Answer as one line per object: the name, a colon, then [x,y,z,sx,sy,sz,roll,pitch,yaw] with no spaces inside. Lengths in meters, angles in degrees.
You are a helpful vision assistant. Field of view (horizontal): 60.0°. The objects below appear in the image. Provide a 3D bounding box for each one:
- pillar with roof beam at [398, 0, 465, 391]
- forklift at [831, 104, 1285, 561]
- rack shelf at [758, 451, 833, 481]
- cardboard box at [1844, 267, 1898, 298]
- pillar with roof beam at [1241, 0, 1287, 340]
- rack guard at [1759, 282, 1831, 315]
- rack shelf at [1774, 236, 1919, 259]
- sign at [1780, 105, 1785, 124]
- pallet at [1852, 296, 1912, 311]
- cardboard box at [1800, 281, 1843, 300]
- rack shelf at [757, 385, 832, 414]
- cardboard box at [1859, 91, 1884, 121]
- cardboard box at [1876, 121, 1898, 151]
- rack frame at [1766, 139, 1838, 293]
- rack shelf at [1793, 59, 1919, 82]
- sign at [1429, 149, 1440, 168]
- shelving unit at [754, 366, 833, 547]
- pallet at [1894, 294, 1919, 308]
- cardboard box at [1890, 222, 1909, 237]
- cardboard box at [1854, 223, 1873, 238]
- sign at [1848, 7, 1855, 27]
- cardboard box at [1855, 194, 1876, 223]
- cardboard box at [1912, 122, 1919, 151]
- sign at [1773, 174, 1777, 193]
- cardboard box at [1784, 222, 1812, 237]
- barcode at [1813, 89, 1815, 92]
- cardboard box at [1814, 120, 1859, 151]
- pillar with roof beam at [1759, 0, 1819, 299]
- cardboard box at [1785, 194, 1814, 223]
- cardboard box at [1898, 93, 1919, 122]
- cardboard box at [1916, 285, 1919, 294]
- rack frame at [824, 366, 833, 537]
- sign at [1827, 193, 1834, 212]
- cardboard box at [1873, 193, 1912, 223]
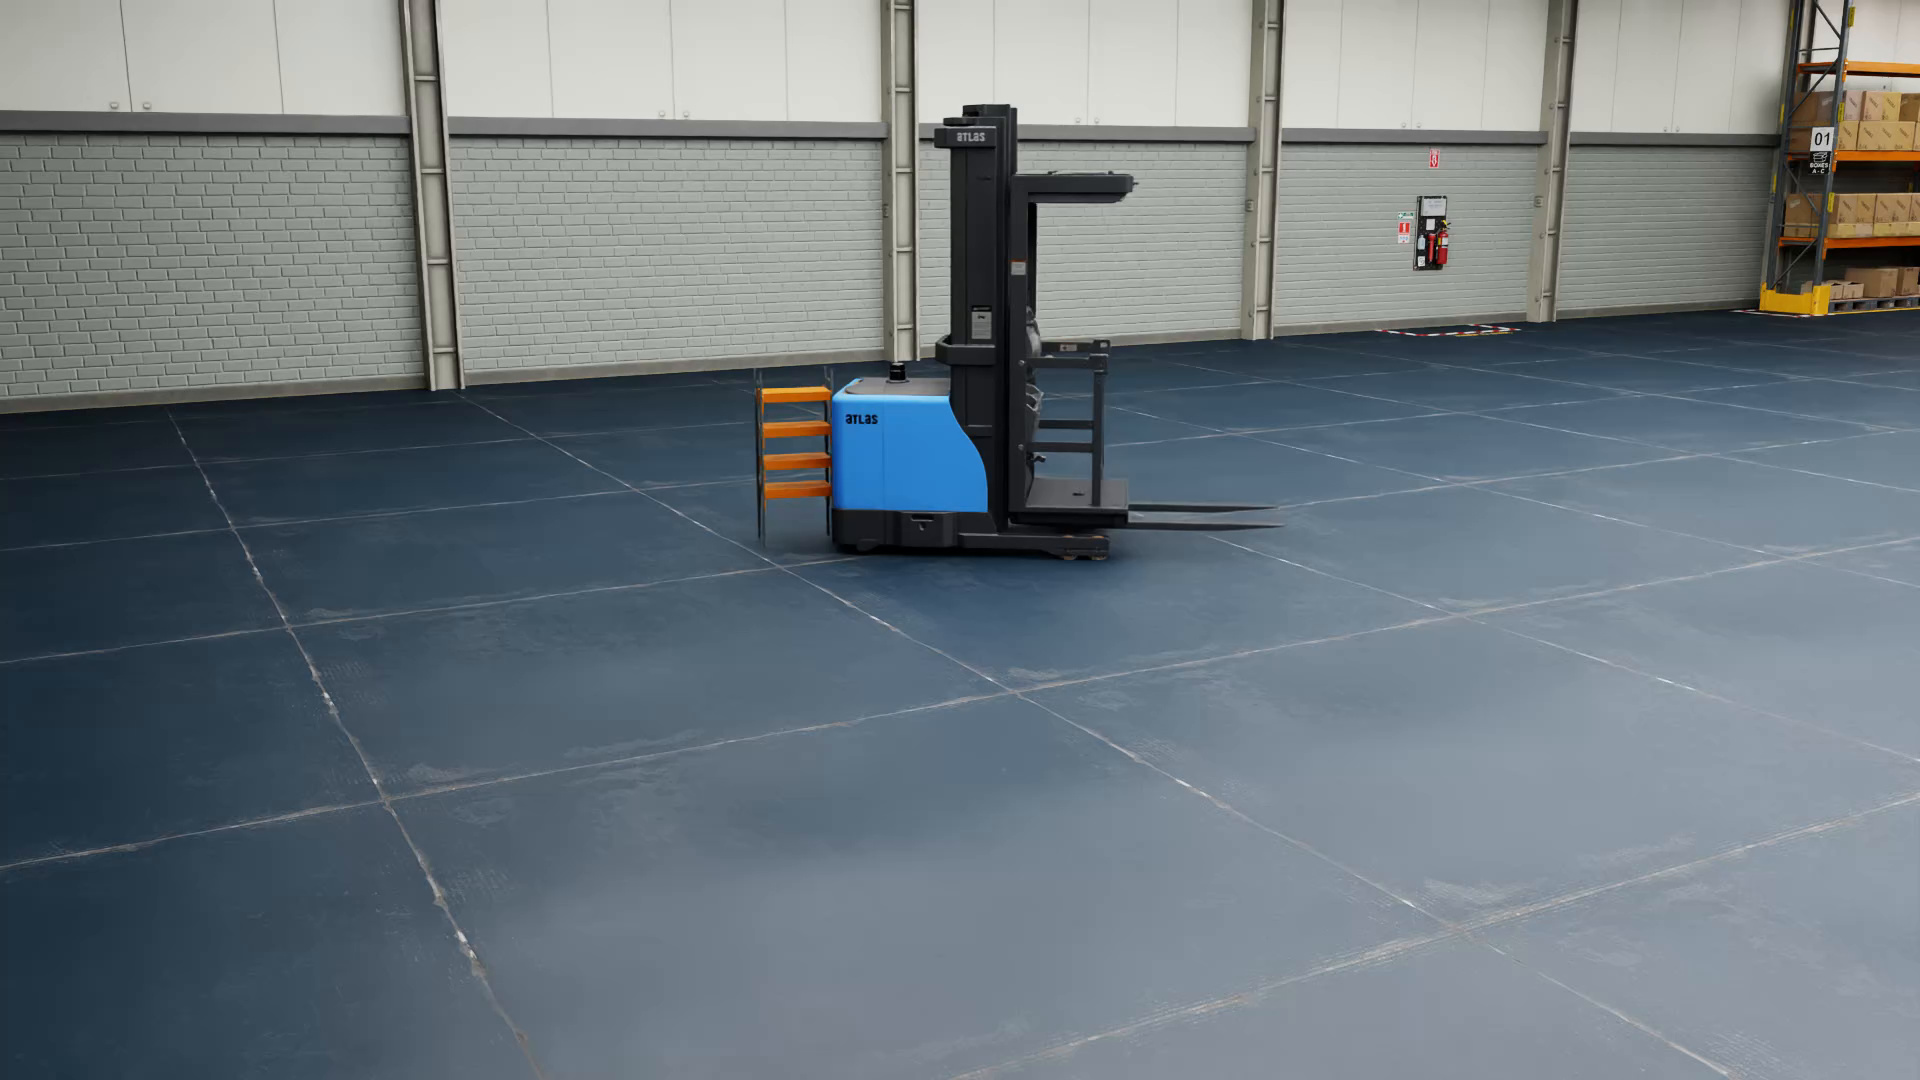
pillar with roof beam: [-3.983,-5.345,14.862,0.400,9.000,9.100,-7,14,-28]
forklift: [0.683,-1.414,11.215,3.031,2.935,1.130,1,13,6]
rack shelf: [-1.135,-0.511,11.455,0.480,0.148,0.258,-4,13,-16]
cardboard box: [16.638,-4.710,30.397,0.500,0.500,0.700,-8,15,-31]
pillar with roof beam: [6.549,-6.607,20.472,0.400,9.000,9.100,-7,14,-28]
rack guard: [14.886,-4.320,29.668,0.348,0.500,1.175,-7,14,-28]
rack shelf: [16.575,-5.391,30.372,4.000,0.370,1.077,-7,14,-28]
sign: [14.571,-7.536,29.416,0.005,0.325,0.100,-7,14,-28]
pallet: [16.686,-4.386,30.616,1.213,0.211,1.003,-7,14,-28]
cardboard box: [15.470,-4.490,29.851,0.500,0.311,0.500,-9,15,-34]
rack shelf: [-1.135,-0.960,11.354,0.480,0.148,0.258,-4,13,-16]
cardboard box: [15.738,-7.578,29.069,0.500,0.500,0.500,-7,14,-29]
cardboard box: [16.175,-7.146,29.425,0.500,0.500,0.500,-6,14,-25]
rack frame: [14.819,-5.532,29.358,0.127,3.000,1.000,-7,14,-28]
rack shelf: [16.575,-8.317,29.714,4.000,0.370,1.077,-7,14,-28]
sign: [7.511,-6.038,26.326,0.199,0.298,0.001,-7,14,-28]
shelving unit: [-1.135,-0.577,11.440,0.503,1.200,0.258,-4,13,-16]
pallet: [17.758,-4.515,31.190,1.213,0.211,1.003,-7,14,-28]
cardboard box: [16.744,-5.621,30.051,0.500,0.250,0.500,-7,14,-27]
cardboard box: [15.849,-5.516,29.584,0.500,0.250,0.500,-7,15,-30]
sign: [15.079,-8.848,28.124,0.005,0.325,0.100,-7,14,-28]
cardboard box: [15.821,-5.877,29.478,0.500,0.500,0.500,-7,14,-28]
cardboard box: [17.087,-7.258,29.921,0.500,0.500,0.500,-7,15,-30]
sign: [14.571,-6.360,29.681,0.005,0.325,0.100,-7,14,-28]
cardboard box: [15.137,-5.555,29.757,0.500,0.250,0.500,-7,14,-27]
barcode: [15.203,-7.996,29.602,0.075,0.075,0.001,-7,14,-28]
cardboard box: [15.233,-7.041,28.958,0.500,0.500,0.500,-6,14,-26]
pillar with roof beam: [17.082,-7.869,26.081,0.400,9.000,9.100,-7,14,-28]
cardboard box: [15.131,-5.925,29.692,0.500,0.500,0.500,-7,14,-28]
cardboard box: [17.091,-7.741,29.791,0.500,0.500,0.500,-7,15,-30]
cardboard box: [17.875,-4.723,31.215,0.250,0.166,0.380,-9,16,-35]
rack frame: [-0.901,-0.592,11.507,0.015,1.200,0.240,-4,13,-16]
sign: [15.080,-5.850,28.799,0.005,0.325,0.100,-7,14,-28]
cardboard box: [16.725,-5.986,29.966,0.500,0.500,0.500,-6,14,-26]
